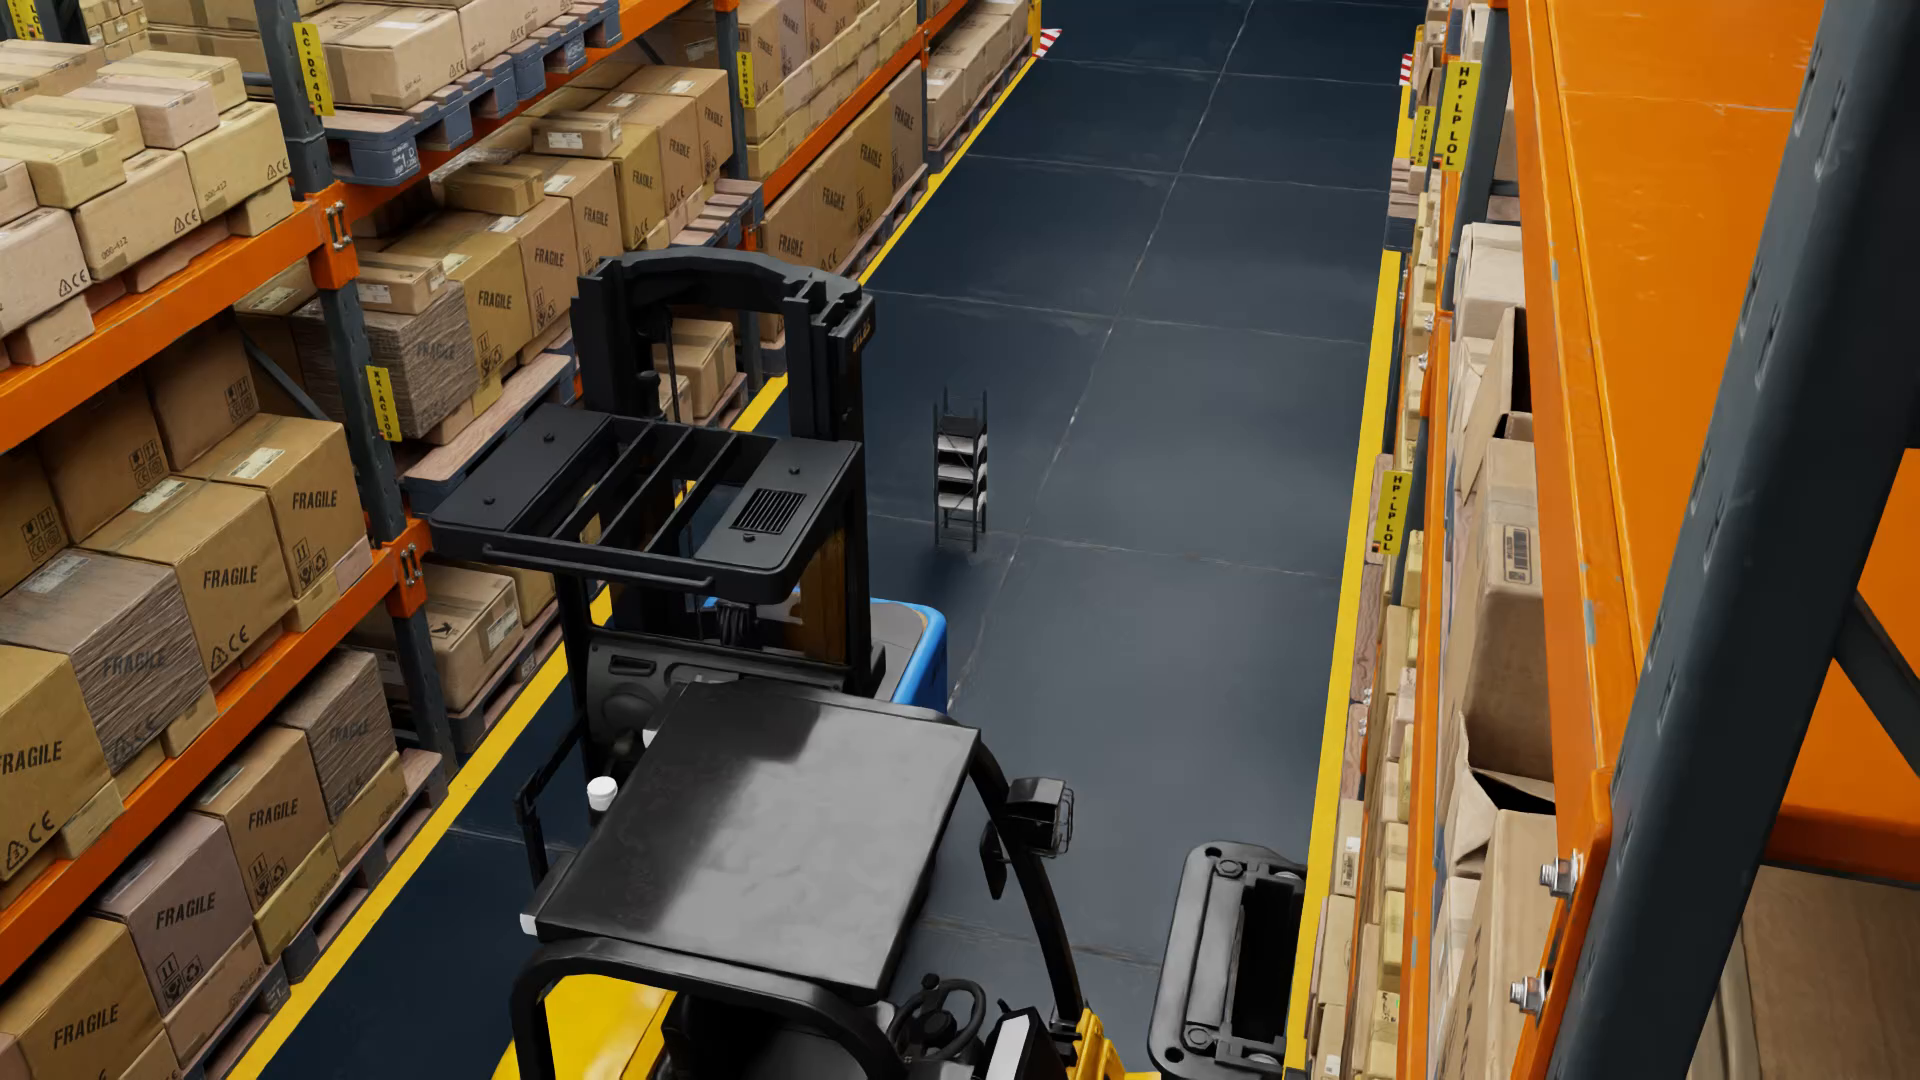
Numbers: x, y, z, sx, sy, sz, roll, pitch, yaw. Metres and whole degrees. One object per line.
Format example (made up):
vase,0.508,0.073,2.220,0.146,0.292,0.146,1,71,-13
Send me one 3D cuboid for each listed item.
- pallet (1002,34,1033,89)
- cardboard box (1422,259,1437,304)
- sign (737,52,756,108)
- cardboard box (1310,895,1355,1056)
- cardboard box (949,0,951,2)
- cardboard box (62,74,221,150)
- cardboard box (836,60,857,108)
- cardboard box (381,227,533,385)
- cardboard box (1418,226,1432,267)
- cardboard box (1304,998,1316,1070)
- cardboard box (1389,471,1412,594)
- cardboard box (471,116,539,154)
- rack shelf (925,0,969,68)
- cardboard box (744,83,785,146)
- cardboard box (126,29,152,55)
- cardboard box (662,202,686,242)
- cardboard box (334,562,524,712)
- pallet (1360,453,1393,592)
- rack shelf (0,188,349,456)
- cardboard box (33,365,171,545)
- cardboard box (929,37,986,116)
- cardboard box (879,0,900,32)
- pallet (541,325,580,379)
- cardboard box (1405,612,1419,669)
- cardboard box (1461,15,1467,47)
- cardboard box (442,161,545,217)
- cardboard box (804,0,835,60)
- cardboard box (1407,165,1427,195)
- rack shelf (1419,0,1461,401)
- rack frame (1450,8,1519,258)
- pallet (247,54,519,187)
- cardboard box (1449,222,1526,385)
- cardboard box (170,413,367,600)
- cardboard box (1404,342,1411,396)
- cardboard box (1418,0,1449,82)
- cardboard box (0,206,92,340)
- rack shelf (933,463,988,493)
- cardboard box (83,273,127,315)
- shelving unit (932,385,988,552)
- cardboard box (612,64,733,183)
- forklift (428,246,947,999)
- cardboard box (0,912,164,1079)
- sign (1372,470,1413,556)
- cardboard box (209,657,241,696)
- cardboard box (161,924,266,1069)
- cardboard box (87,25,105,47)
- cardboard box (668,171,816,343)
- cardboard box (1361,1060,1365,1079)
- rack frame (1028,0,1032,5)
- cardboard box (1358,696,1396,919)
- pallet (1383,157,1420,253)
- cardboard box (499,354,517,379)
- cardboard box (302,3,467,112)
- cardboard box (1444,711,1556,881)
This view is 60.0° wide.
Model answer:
pallet,0.116,-4.865,16.776,1.003,0.211,1.213,8,33,12
cardboard box,2.332,-1.161,7.653,0.380,0.149,0.250,9,33,13
sign,-1.259,-2.702,9.769,0.100,0.325,0.005,8,33,12
cardboard box,1.435,1.467,5.455,0.500,0.250,0.500,8,33,12
cardboard box,-0.268,-4.902,14.142,0.500,0.500,0.500,8,33,13
cardboard box,-2.663,-1.397,5.416,0.380,0.149,0.250,7,33,11
cardboard box,-1.045,-3.269,11.806,0.500,0.250,0.500,8,33,12
cardboard box,-2.279,-1.049,7.413,0.500,0.500,0.500,8,33,13
cardboard box,2.538,-1.333,8.294,0.500,0.250,0.500,9,34,14
cardboard box,1.443,1.888,5.725,0.500,0.250,0.500,7,33,11
cardboard box,1.878,-0.004,6.203,0.500,0.250,0.500,7,33,11
cardboard box,-2.378,-1.911,8.768,0.500,0.500,0.500,9,33,13
rack shelf,-0.264,-5.126,15.257,1.077,0.370,4.000,8,33,12
cardboard box,-1.419,-2.693,10.434,0.500,0.250,0.500,8,33,12
cardboard box,-6.088,-3.633,12.081,0.380,0.149,0.250,10,34,15
cardboard box,-1.732,-1.770,9.150,0.380,0.149,0.250,6,33,10
cardboard box,-2.671,0.419,7.923,0.950,0.372,0.625,8,33,13
pallet,2.769,-0.043,9.191,1.003,0.211,1.213,8,33,12
rack shelf,-3.309,-0.165,4.657,1.077,0.370,4.000,8,33,12
cardboard box,-3.274,-0.369,5.802,0.700,0.500,0.500,8,33,13
cardboard box,-0.282,-4.263,15.227,0.875,0.438,0.875,7,33,11
cardboard box,-0.768,-4.017,12.516,0.500,0.250,0.500,9,33,14
pallet,-2.249,-1.202,8.593,1.003,0.211,1.213,8,33,12
cardboard box,1.601,0.382,5.225,0.380,0.149,0.250,9,33,14
cardboard box,2.181,-1.958,6.557,0.380,0.149,0.250,8,33,12
cardboard box,-2.164,-1.632,7.725,0.380,0.149,0.250,10,34,15
cardboard box,-1.162,-3.528,11.048,0.500,0.500,0.500,9,34,14
cardboard box,2.811,-2.106,9.680,0.380,0.149,0.250,9,33,13
rack shelf,2.508,-1.566,6.862,1.077,0.370,4.000,8,33,12
rack frame,2.000,-2.098,4.232,1.000,3.000,0.127,8,33,12
pallet,-2.542,-1.733,6.628,1.213,0.211,1.003,8,33,12
cardboard box,1.554,-0.615,4.294,0.500,0.311,0.500,9,33,13
cardboard box,-2.674,-0.143,6.379,0.500,0.500,0.500,7,33,11
cardboard box,2.410,-0.853,8.006,0.500,0.250,0.500,7,33,11
cardboard box,3.560,-3.448,11.463,0.700,0.500,0.500,8,33,13
cardboard box,-2.924,-0.777,4.813,0.500,0.250,0.500,7,33,12
rack shelf,0.002,-0.356,9.103,0.258,0.077,0.200,8,33,12
cardboard box,-2.888,-0.814,5.243,0.380,0.149,0.250,7,33,11
shelving unit,0.002,-0.384,9.085,0.258,0.900,0.210,8,33,12
cardboard box,-1.633,-2.387,9.517,0.500,0.500,0.500,7,33,11
forklift,-0.901,0.650,5.566,1.130,2.935,3.031,8,33,12
cardboard box,-3.076,1.578,5.514,0.500,0.500,0.500,9,33,13
sign,1.473,-0.090,5.660,0.100,0.325,0.005,8,33,12
cardboard box,-2.863,0.457,6.040,0.380,0.149,0.250,8,33,12
cardboard box,-2.951,1.627,6.136,0.500,0.250,0.500,9,33,13
cardboard box,-6.217,-3.499,11.593,0.380,0.149,0.250,10,34,15
cardboard box,-1.531,-1.944,11.170,0.875,0.875,0.875,8,33,12
cardboard box,1.104,1.306,3.771,0.380,0.149,0.250,8,33,13
rack frame,0.244,-6.467,16.697,1.000,3.000,0.127,8,33,12
cardboard box,1.519,0.859,5.080,0.500,0.500,0.500,9,33,13
pallet,3.120,-1.922,9.726,1.213,0.211,1.003,8,33,12
cardboard box,-2.286,-0.841,7.689,0.380,0.149,0.250,10,34,15
cardboard box,-2.266,-1.869,6.415,0.500,0.250,0.500,7,33,11
cardboard box,0.966,0.478,2.617,0.396,0.266,0.258,8,33,13
